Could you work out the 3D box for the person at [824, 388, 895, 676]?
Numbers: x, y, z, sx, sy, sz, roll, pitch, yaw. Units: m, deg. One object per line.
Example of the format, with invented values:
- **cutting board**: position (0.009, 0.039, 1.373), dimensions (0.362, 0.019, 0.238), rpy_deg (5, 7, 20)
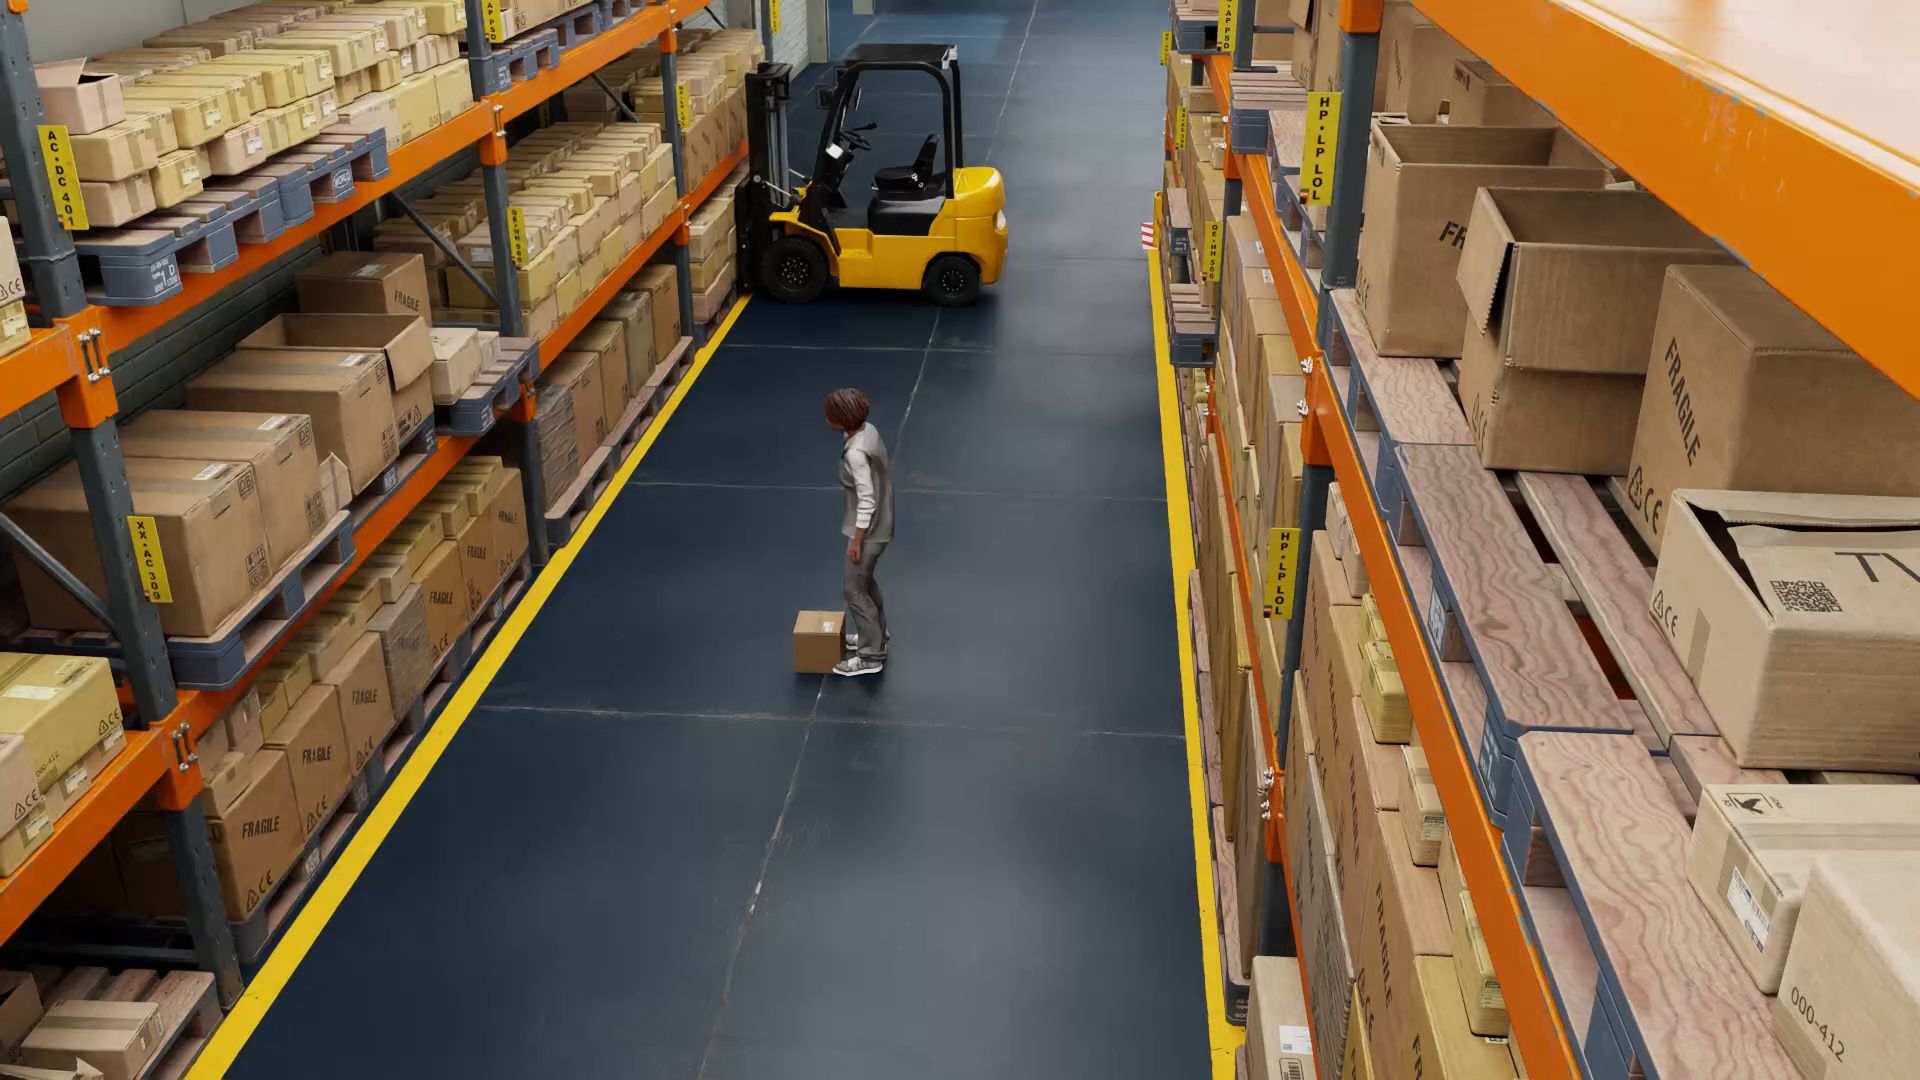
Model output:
- **person**: position (-0.511, -0.050, 8.729), dimensions (0.347, 1.591, 0.475), rpy_deg (1, 25, 1)
